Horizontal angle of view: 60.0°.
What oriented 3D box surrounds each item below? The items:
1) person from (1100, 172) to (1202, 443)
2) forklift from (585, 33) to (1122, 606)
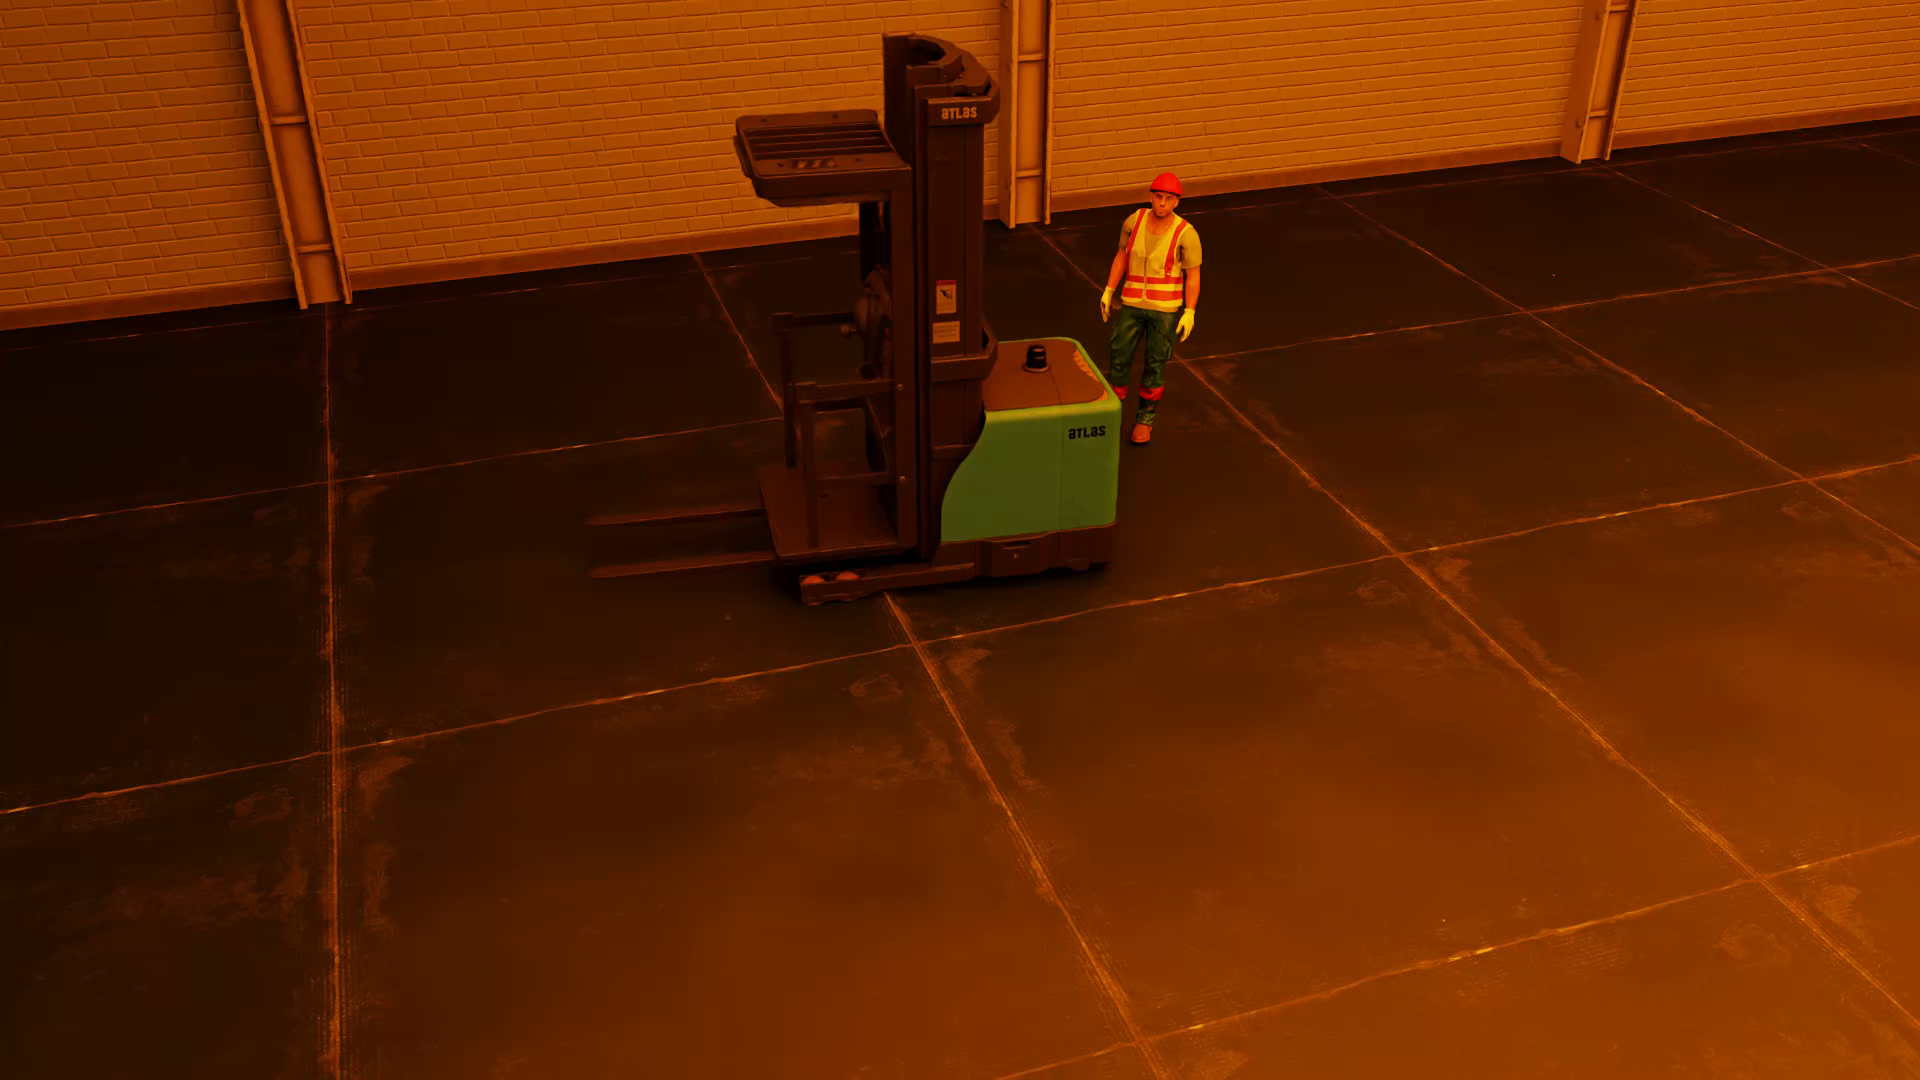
[{"bbox_3d":[1.201,-1.483,10.796,0.638,1.787,0.565,13,32,22],"label":"person"},{"bbox_3d":[-0.657,-1.187,9.151,3.031,2.935,1.130,-6,30,-10],"label":"forklift"}]
